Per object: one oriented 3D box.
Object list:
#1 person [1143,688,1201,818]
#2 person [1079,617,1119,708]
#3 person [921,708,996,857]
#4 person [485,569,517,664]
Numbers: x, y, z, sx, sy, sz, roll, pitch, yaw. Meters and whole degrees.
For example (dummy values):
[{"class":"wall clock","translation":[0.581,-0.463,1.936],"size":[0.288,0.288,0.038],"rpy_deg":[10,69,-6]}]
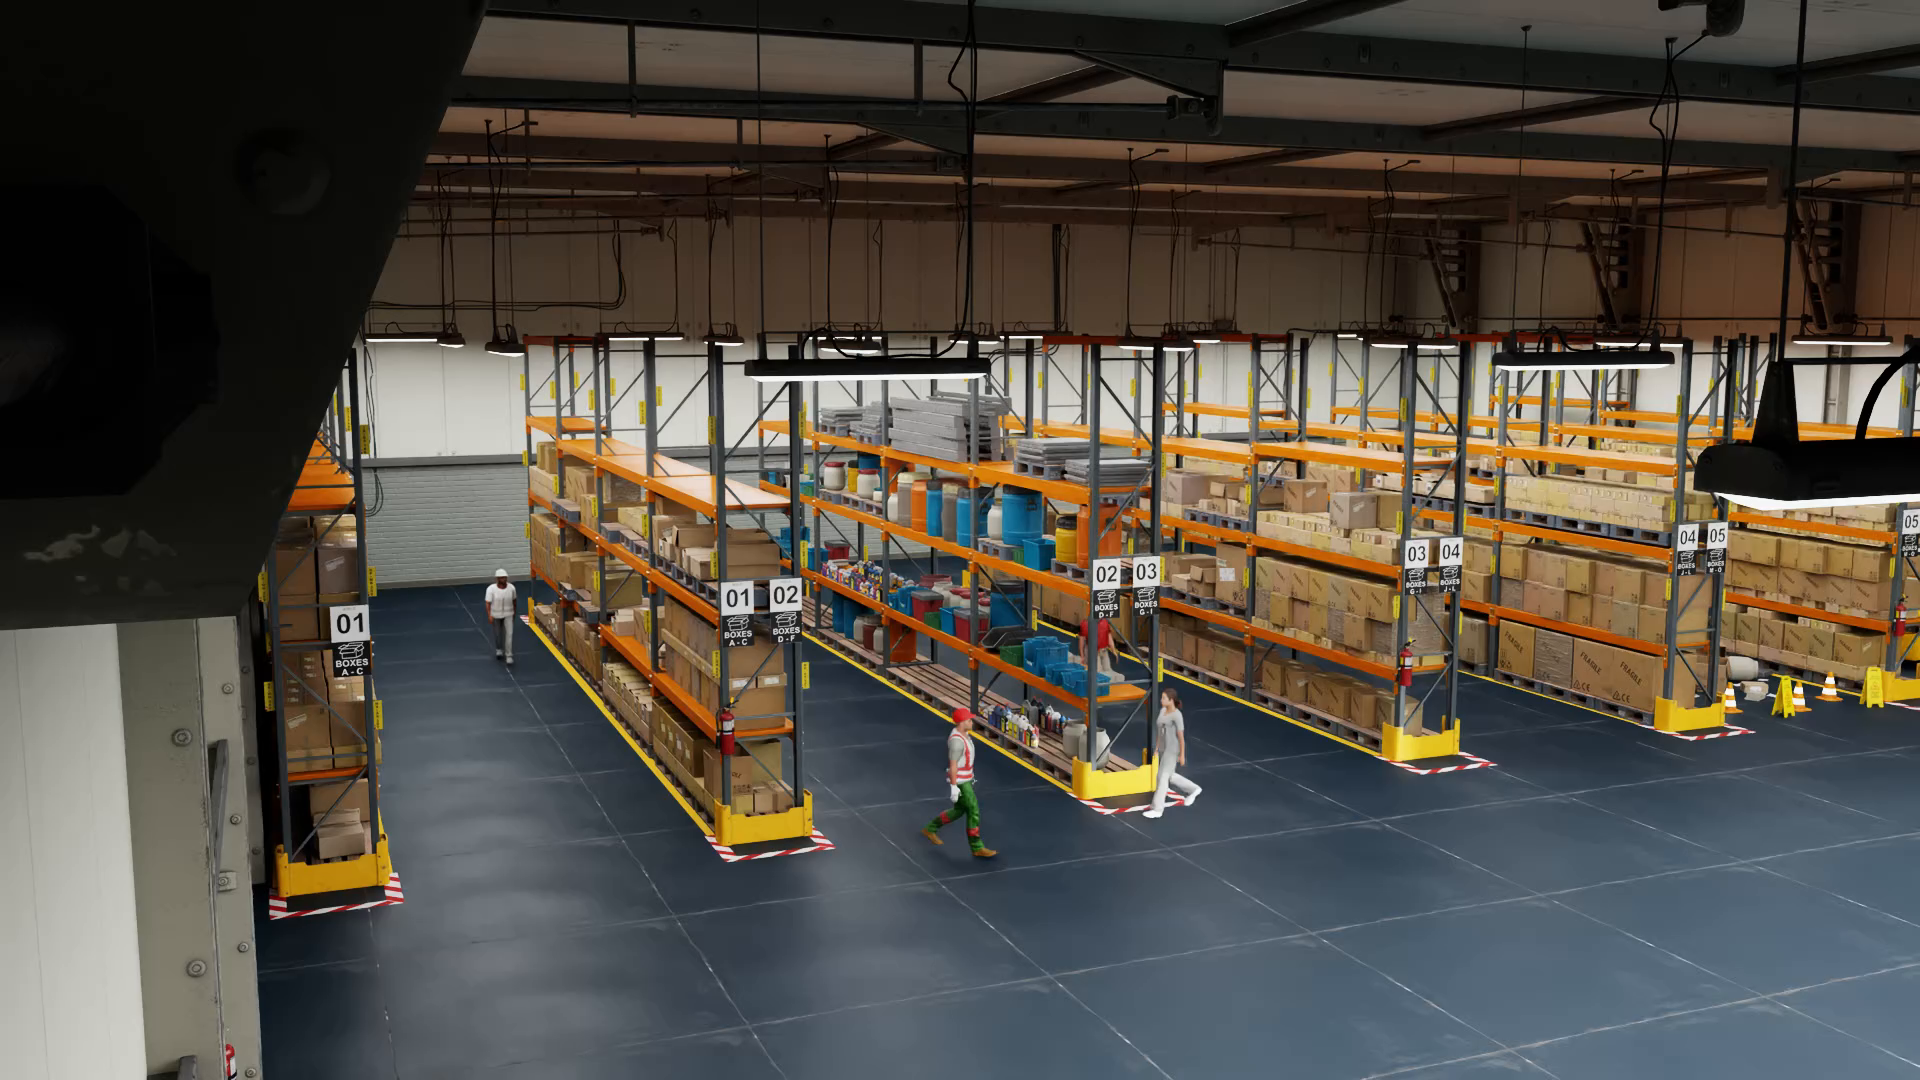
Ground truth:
[{"class":"person","translation":[2.706,2.696,21.289],"size":[0.925,1.638,0.497],"rpy_deg":[-3,8,-22]},{"class":"person","translation":[2.201,1.799,26.373],"size":[0.593,1.654,0.596],"rpy_deg":[-5,9,-35]},{"class":"person","translation":[-0.012,2.847,19.696],"size":[0.927,1.764,0.614],"rpy_deg":[1,8,8]},{"class":"person","translation":[-8.461,1.388,30.697],"size":[0.571,1.704,1.077],"rpy_deg":[-3,8,-19]}]
